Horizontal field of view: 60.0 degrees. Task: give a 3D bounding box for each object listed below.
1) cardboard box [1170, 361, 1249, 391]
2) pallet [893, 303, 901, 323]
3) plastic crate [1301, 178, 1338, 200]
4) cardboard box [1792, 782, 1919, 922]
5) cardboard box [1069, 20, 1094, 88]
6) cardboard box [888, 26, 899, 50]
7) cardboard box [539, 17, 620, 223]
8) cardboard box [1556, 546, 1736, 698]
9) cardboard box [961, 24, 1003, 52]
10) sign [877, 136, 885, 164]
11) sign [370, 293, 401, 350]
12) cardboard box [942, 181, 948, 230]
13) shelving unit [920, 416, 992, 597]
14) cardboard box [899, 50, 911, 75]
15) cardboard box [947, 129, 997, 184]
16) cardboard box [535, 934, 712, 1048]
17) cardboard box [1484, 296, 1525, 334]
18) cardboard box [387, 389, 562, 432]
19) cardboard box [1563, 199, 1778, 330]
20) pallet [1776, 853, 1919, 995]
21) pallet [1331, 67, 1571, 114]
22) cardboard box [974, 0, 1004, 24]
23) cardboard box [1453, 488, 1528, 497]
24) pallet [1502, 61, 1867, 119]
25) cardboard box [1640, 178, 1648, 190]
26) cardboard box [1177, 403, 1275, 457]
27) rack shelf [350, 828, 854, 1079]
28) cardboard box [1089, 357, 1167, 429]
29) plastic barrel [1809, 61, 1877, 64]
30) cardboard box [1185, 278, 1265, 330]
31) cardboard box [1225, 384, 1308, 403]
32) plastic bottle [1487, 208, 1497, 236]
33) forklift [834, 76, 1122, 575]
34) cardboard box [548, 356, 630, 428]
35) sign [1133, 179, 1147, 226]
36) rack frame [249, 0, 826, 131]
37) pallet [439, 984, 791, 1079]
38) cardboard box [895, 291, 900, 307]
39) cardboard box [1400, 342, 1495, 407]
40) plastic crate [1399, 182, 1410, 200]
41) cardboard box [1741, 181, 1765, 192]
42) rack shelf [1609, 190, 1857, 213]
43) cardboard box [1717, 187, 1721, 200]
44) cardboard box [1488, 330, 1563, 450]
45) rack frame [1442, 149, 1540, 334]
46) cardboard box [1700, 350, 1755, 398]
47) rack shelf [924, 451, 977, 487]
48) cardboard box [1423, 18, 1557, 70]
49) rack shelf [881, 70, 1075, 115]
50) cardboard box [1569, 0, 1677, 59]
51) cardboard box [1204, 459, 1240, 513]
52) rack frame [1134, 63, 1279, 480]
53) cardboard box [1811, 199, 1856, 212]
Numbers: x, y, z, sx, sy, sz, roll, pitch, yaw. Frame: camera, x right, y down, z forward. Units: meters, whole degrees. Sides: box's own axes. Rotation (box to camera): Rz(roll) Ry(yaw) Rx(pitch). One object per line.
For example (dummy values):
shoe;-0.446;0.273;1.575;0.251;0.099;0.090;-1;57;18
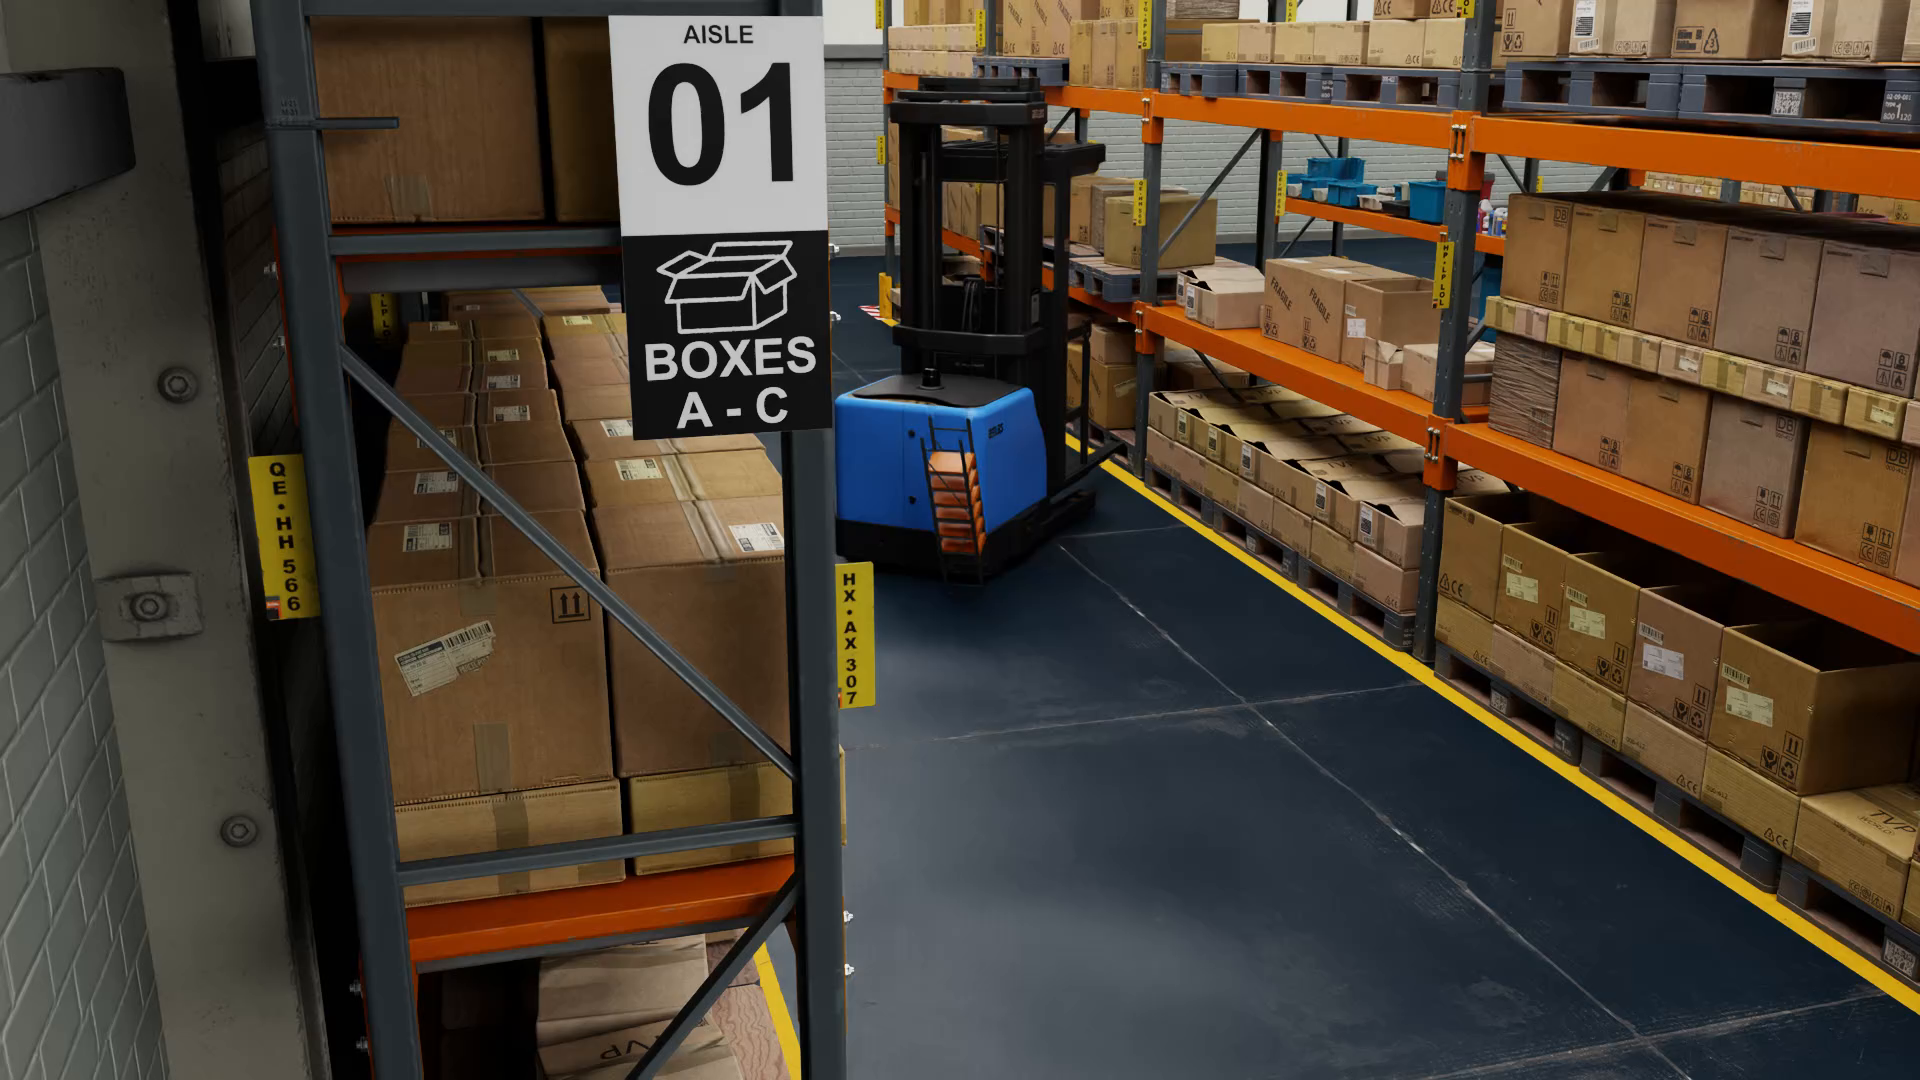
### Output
cardboard box;1.959;-1.104;12.995;0.500;0.500;0.500;-4;17;-13
pallet;-0.148;-2.578;19.168;1.003;0.211;1.213;-5;17;-15
plastic crate;4.307;-4.218;19.966;0.416;0.233;0.300;-5;17;-15
cardboard box;3.428;1.124;6.046;0.500;0.250;0.500;-5;17;-15
cardboard box;1.374;-3.830;13.099;0.910;0.500;0.500;-5;17;-15
cardboard box;-0.498;-5.597;18.547;0.500;0.250;0.500;-5;17;-15
cardboard box;-0.605;-0.943;3.455;0.500;0.500;0.500;-4;17;-14
cardboard box;3.010;0.350;7.318;0.500;0.500;0.500;-5;17;-15
cardboard box;0.316;-4.766;15.782;0.500;0.250;0.500;-5;17;-15
sign;-0.911;-4.527;19.303;0.100;0.325;0.005;-5;17;-15
sign;-2.386;-0.953;6.897;0.100;0.325;0.005;-5;17;-15
cardboard box;0.040;-3.499;17.213;0.500;0.500;0.500;-4;17;-14
shelving unit;-0.015;-0.174;9.517;0.258;1.200;0.189;4;44;14
cardboard box;-0.367;-5.218;18.157;0.500;0.250;0.500;-5;17;-15
cardboard box;0.179;-3.836;16.598;0.500;0.500;0.500;-5;17;-16
cardboard box;-1.014;1.384;5.039;0.500;0.311;0.500;-3;17;-11
cardboard box;2.796;-1.105;8.115;0.380;0.149;0.250;-5;17;-15
cardboard box;-1.501;-0.169;5.224;0.500;0.500;0.500;-4;17;-14
cardboard box;3.177;-1.243;7.448;0.700;0.500;0.500;-5;17;-15
pallet;3.758;1.398;5.932;1.003;0.211;1.213;-5;17;-15
pallet;2.654;-2.424;8.925;0.805;0.209;1.217;-5;18;-17
cardboard box;0.540;-5.144;15.735;0.700;0.500;0.500;-5;17;-15
cardboard box;3.035;-0.123;9.221;0.500;0.311;0.500;-5;17;-15
pallet;3.168;-1.996;7.323;1.003;0.211;1.213;-5;17;-15
cardboard box;8.989;-4.622;21.561;0.380;0.149;0.250;-5;17;-16
cardboard box;1.824;-0.782;11.417;0.500;0.311;0.500;-5;17;-17
rack shelf;-1.303;0.455;5.475;1.077;0.370;4.000;-5;17;-15
cardboard box;1.327;-1.196;13.300;0.500;0.500;0.500;-4;17;-13
plastic barrel;6.590;-3.765;12.187;0.600;0.901;0.600;0;17;0
cardboard box;1.869;-1.637;11.342;0.500;0.311;0.500;-5;17;-16
cardboard box;2.190;-0.970;12.041;0.500;0.311;0.500;-4;17;-14
plastic bottle;5.277;-3.148;16.442;0.097;0.271;0.097;0;17;0
forklift;0.293;-1.574;11.097;1.130;2.935;3.031;8;18;24
cardboard box;-1.155;-0.356;5.846;0.500;0.500;0.500;-5;17;-17
sign;1.290;-2.413;11.897;0.100;0.325;0.005;-5;17;-15
rack frame;-0.754;-2.210;2.667;1.000;3.000;0.127;-5;17;-15
pallet;-0.964;1.750;4.759;1.003;0.211;1.213;-5;17;-15
cardboard box;-0.536;-2.797;19.209;0.380;0.166;0.250;-5;17;-15
cardboard box;2.732;-0.897;8.984;0.500;0.250;0.500;-4;17;-12
plastic crate;5.231;-3.848;18.651;0.437;0.282;0.530;-5;17;-15
cardboard box;9.578;-4.287;19.754;0.500;0.250;0.500;-4;17;-14
rack shelf;9.687;-4.040;20.437;1.077;0.370;4.000;-5;17;-15
cardboard box;9.415;-4.195;20.140;0.380;0.149;0.250;-4;17;-14
cardboard box;3.037;-0.762;8.099;0.700;0.500;0.500;-5;17;-17
rack frame;5.474;-3.439;17.188;1.000;3.000;0.127;-5;17;-15
cardboard box;3.226;-0.677;6.689;0.380;0.149;0.250;-5;17;-16
rack shelf;-0.051;-0.404;9.304;0.258;0.103;0.180;4;44;14
cardboard box;2.749;-2.573;8.620;0.500;0.250;0.500;-3;17;-9
rack shelf;0.161;-4.694;17.401;1.077;0.370;4.000;-5;17;-15
cardboard box;2.942;-2.188;6.991;0.500;0.311;0.500;-6;18;-18
cardboard box;1.959;-0.376;11.040;0.500;0.250;0.500;-5;17;-17
rack frame;1.810;-1.942;12.204;1.000;3.000;0.127;-5;17;-15
cardboard box;9.838;-3.769;18.722;0.380;0.149;0.250;-5;17;-15
